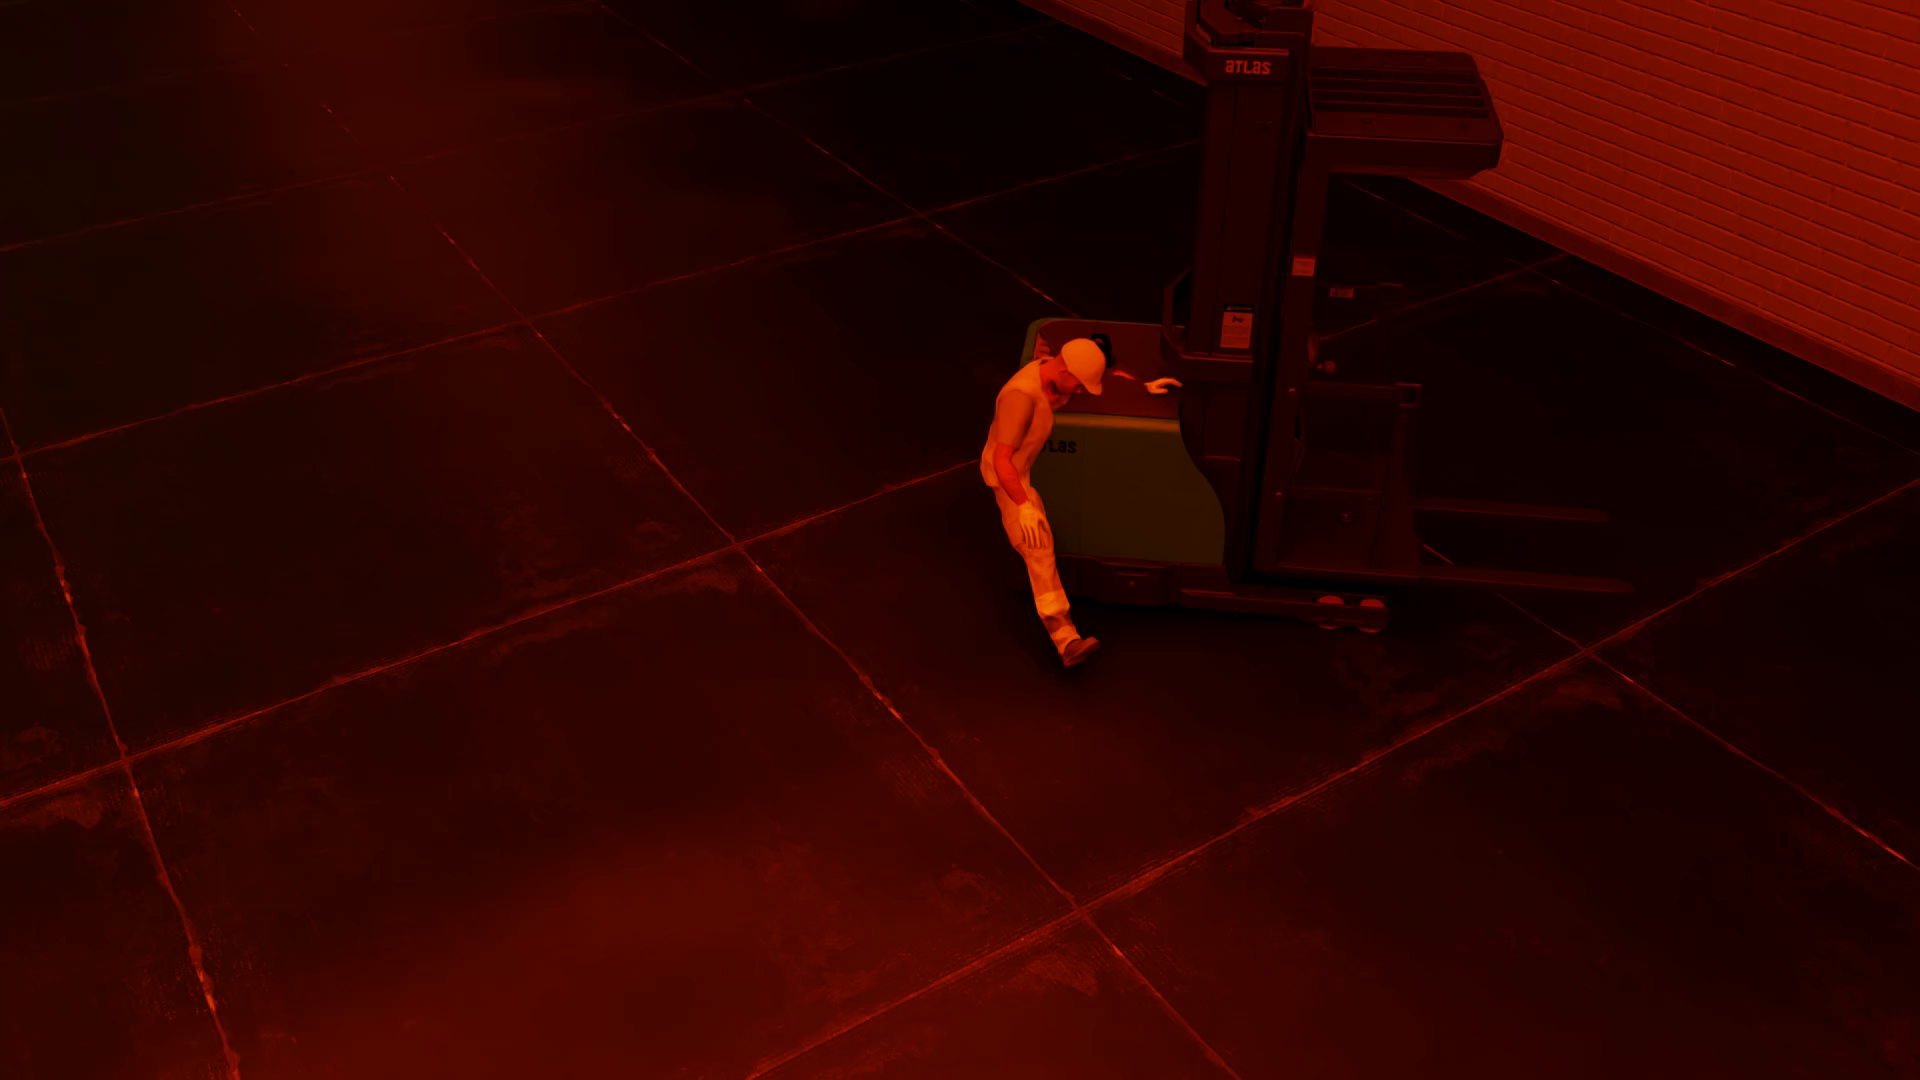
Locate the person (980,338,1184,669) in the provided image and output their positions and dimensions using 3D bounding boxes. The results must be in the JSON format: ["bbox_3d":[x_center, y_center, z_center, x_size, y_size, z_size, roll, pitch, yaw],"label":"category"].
[{"bbox_3d":[0.576,-0.308,7.864,1.069,1.421,1.102,29,45,35],"label":"person"}]

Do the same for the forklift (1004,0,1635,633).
[{"bbox_3d":[1.775,-1.076,7.679,3.031,2.935,1.130,4,35,6],"label":"forklift"}]
